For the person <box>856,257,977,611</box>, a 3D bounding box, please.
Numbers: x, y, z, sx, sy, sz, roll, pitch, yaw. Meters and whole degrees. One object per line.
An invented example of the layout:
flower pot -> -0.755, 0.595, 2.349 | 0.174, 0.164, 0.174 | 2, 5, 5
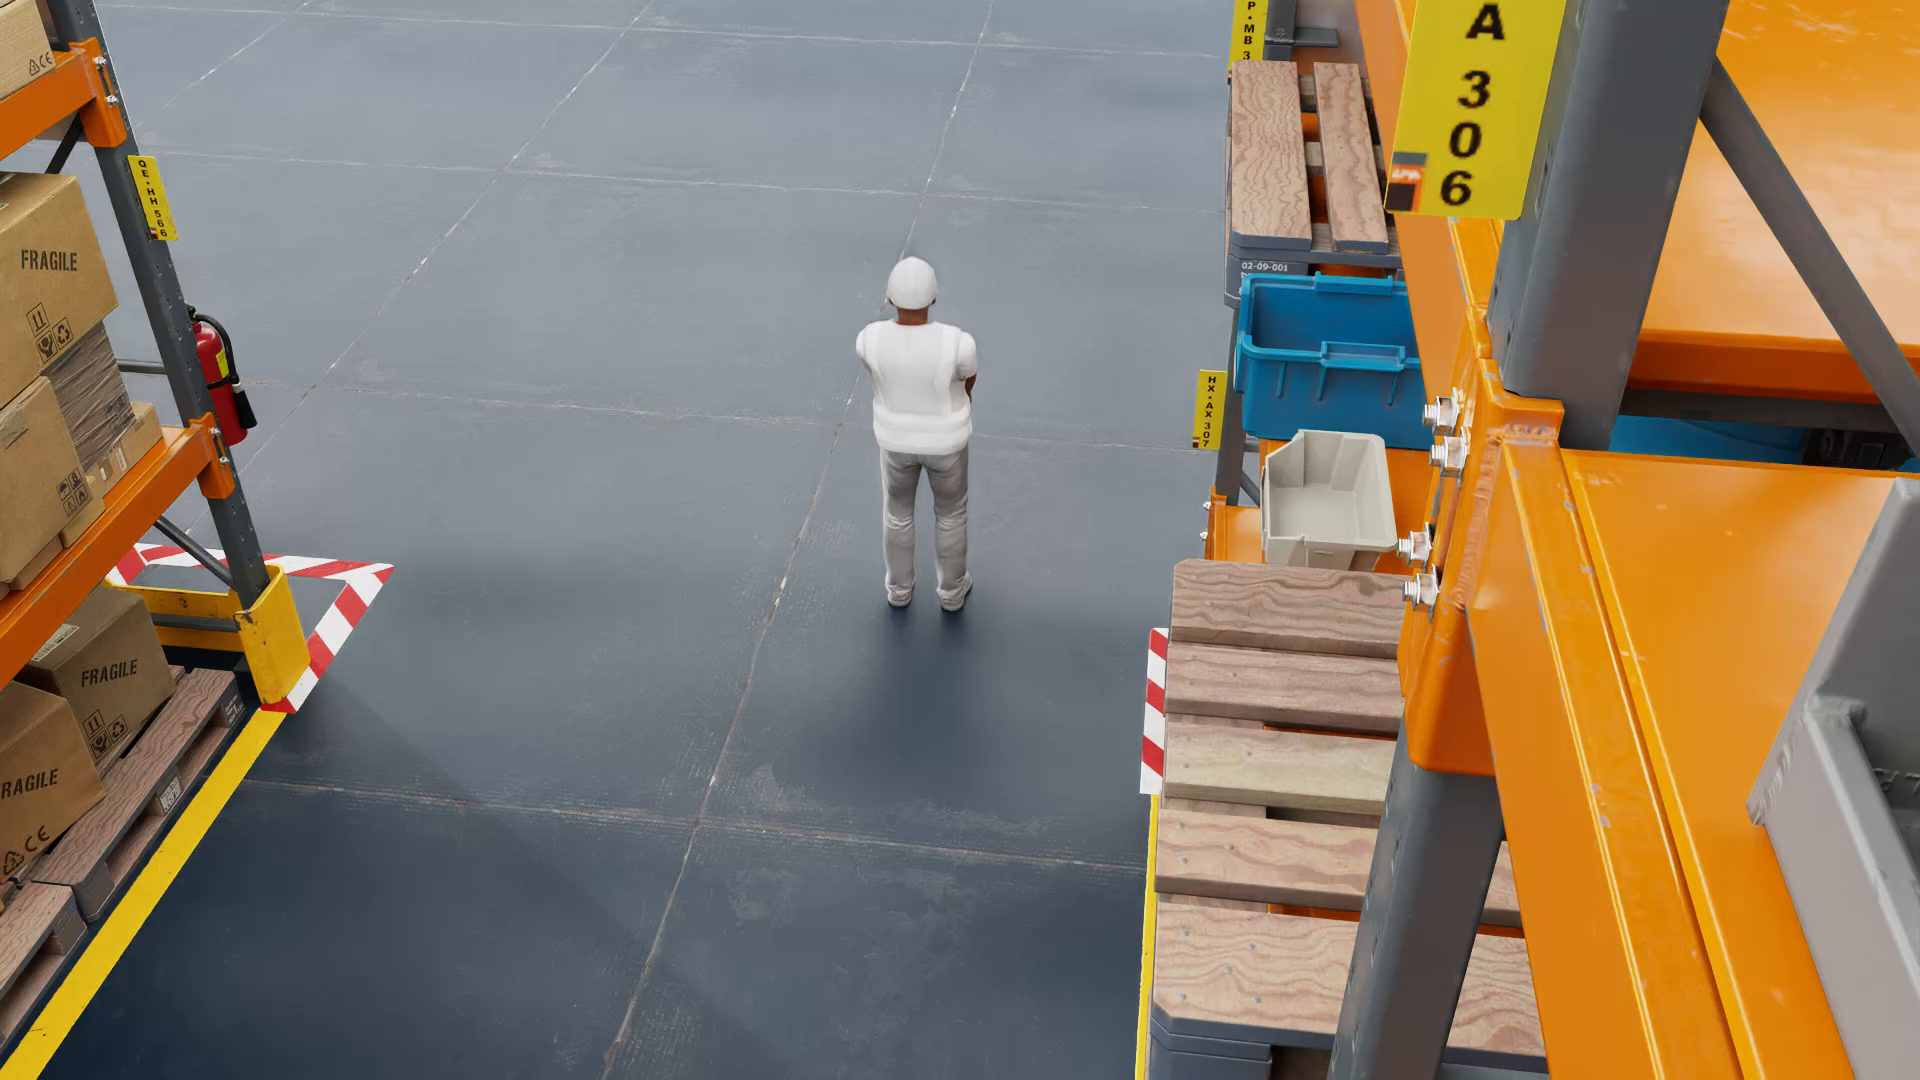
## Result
person -> -0.163, -0.503, 7.327 | 0.503, 1.760, 0.577 | 5, 36, 7
